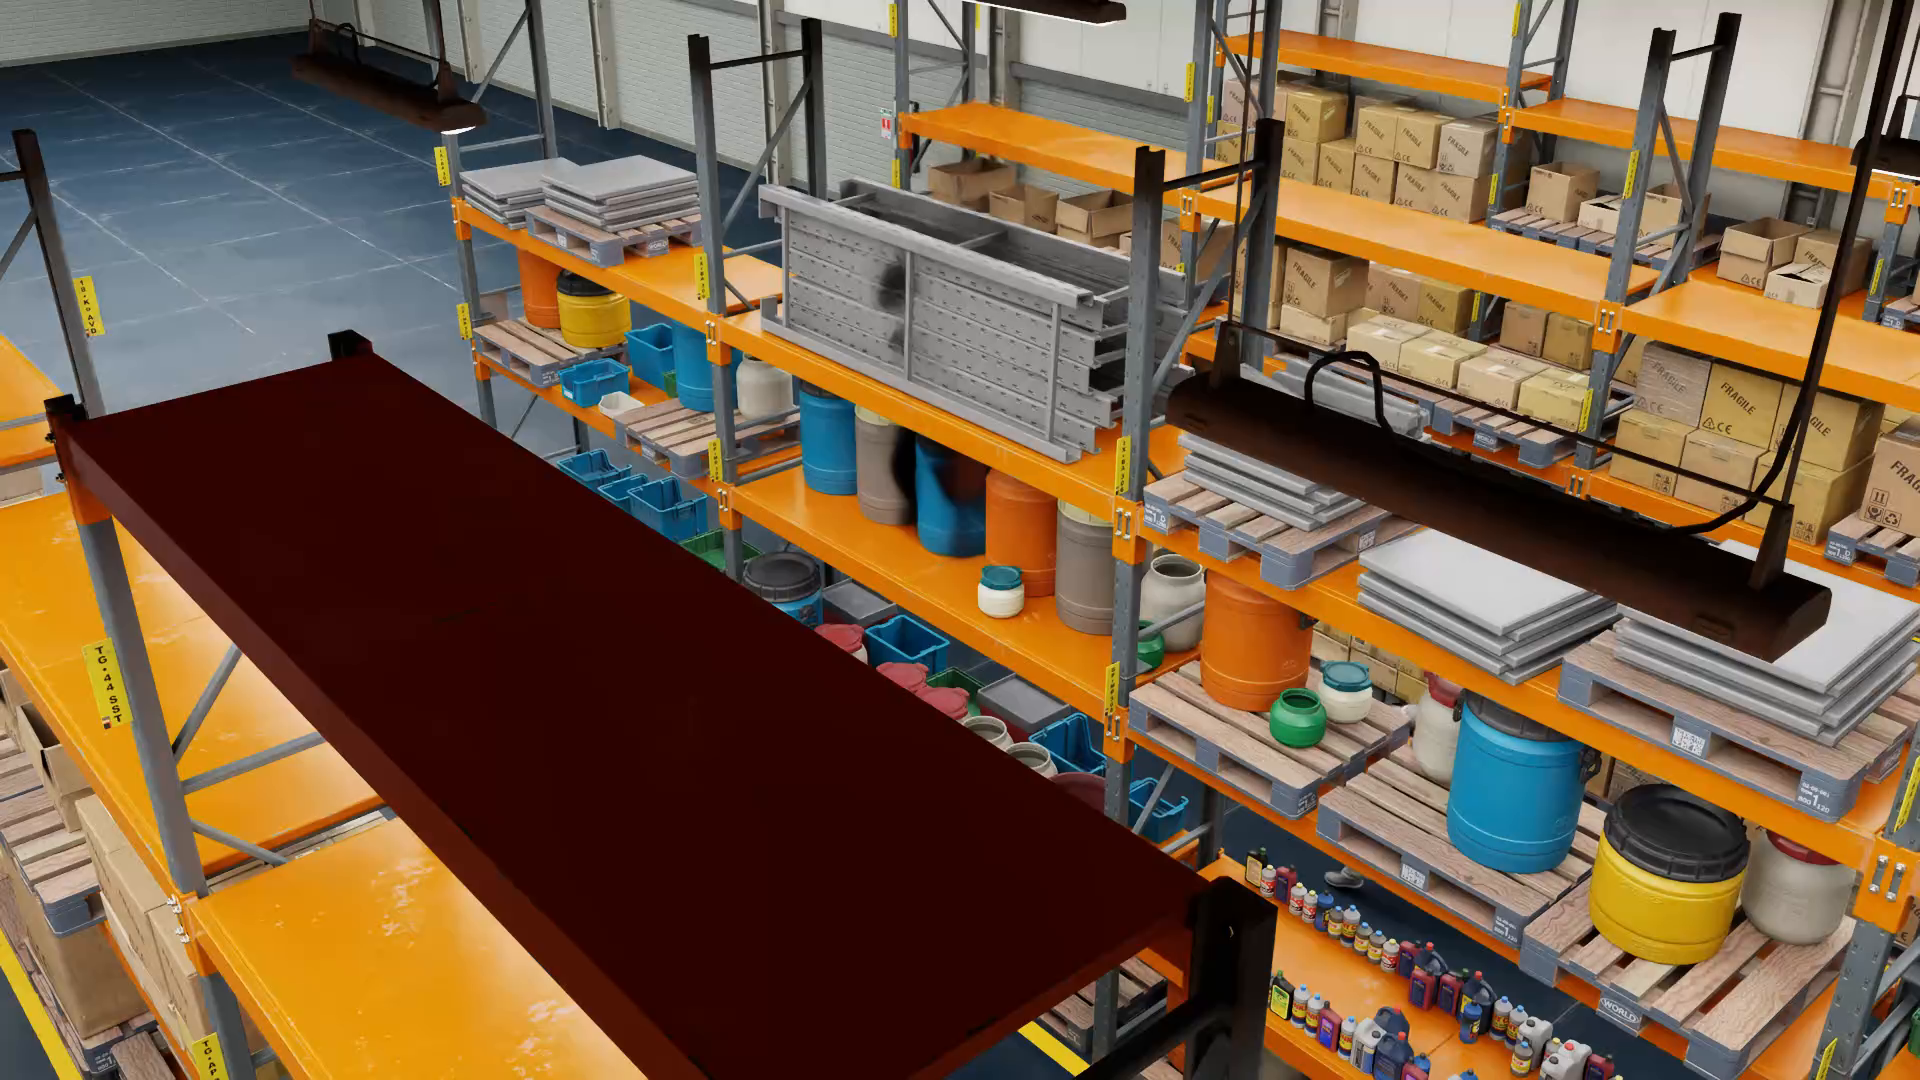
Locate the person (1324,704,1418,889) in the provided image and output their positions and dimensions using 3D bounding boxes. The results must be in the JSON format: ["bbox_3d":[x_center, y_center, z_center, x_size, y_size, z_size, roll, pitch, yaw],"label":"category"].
[{"bbox_3d":[3.161,1.901,11.974,0.924,1.666,0.606,18,32,31],"label":"person"}]
